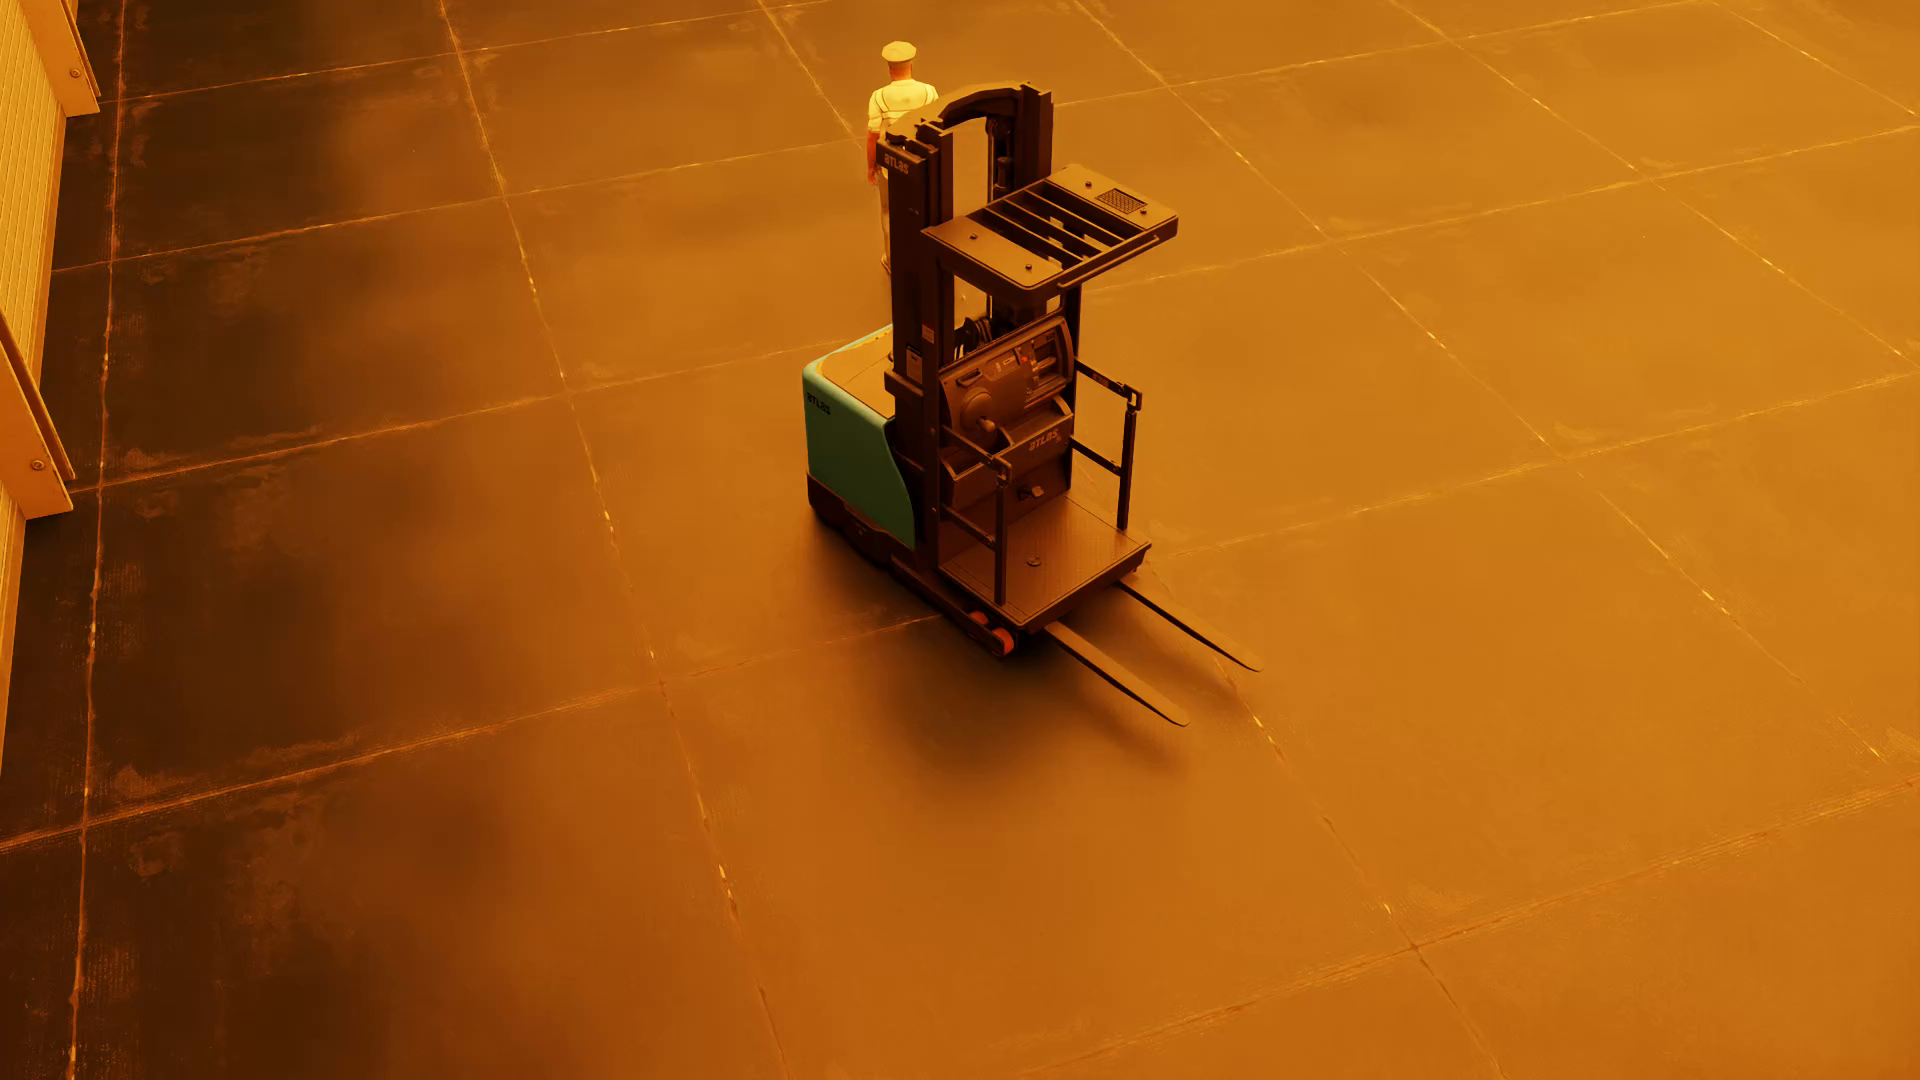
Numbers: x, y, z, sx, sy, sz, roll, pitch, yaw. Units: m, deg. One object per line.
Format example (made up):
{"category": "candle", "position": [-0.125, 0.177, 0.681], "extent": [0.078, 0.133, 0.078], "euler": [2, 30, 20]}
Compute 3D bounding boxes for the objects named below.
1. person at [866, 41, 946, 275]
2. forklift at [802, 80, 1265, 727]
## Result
{"category": "person", "position": [-0.381, -2.742, 12.184], "extent": [0.603, 1.744, 0.443], "euler": [-6, 40, -7]}
{"category": "forklift", "position": [0.409, -0.833, 8.988], "extent": [1.130, 2.935, 3.031], "euler": [-30, 49, -31]}
